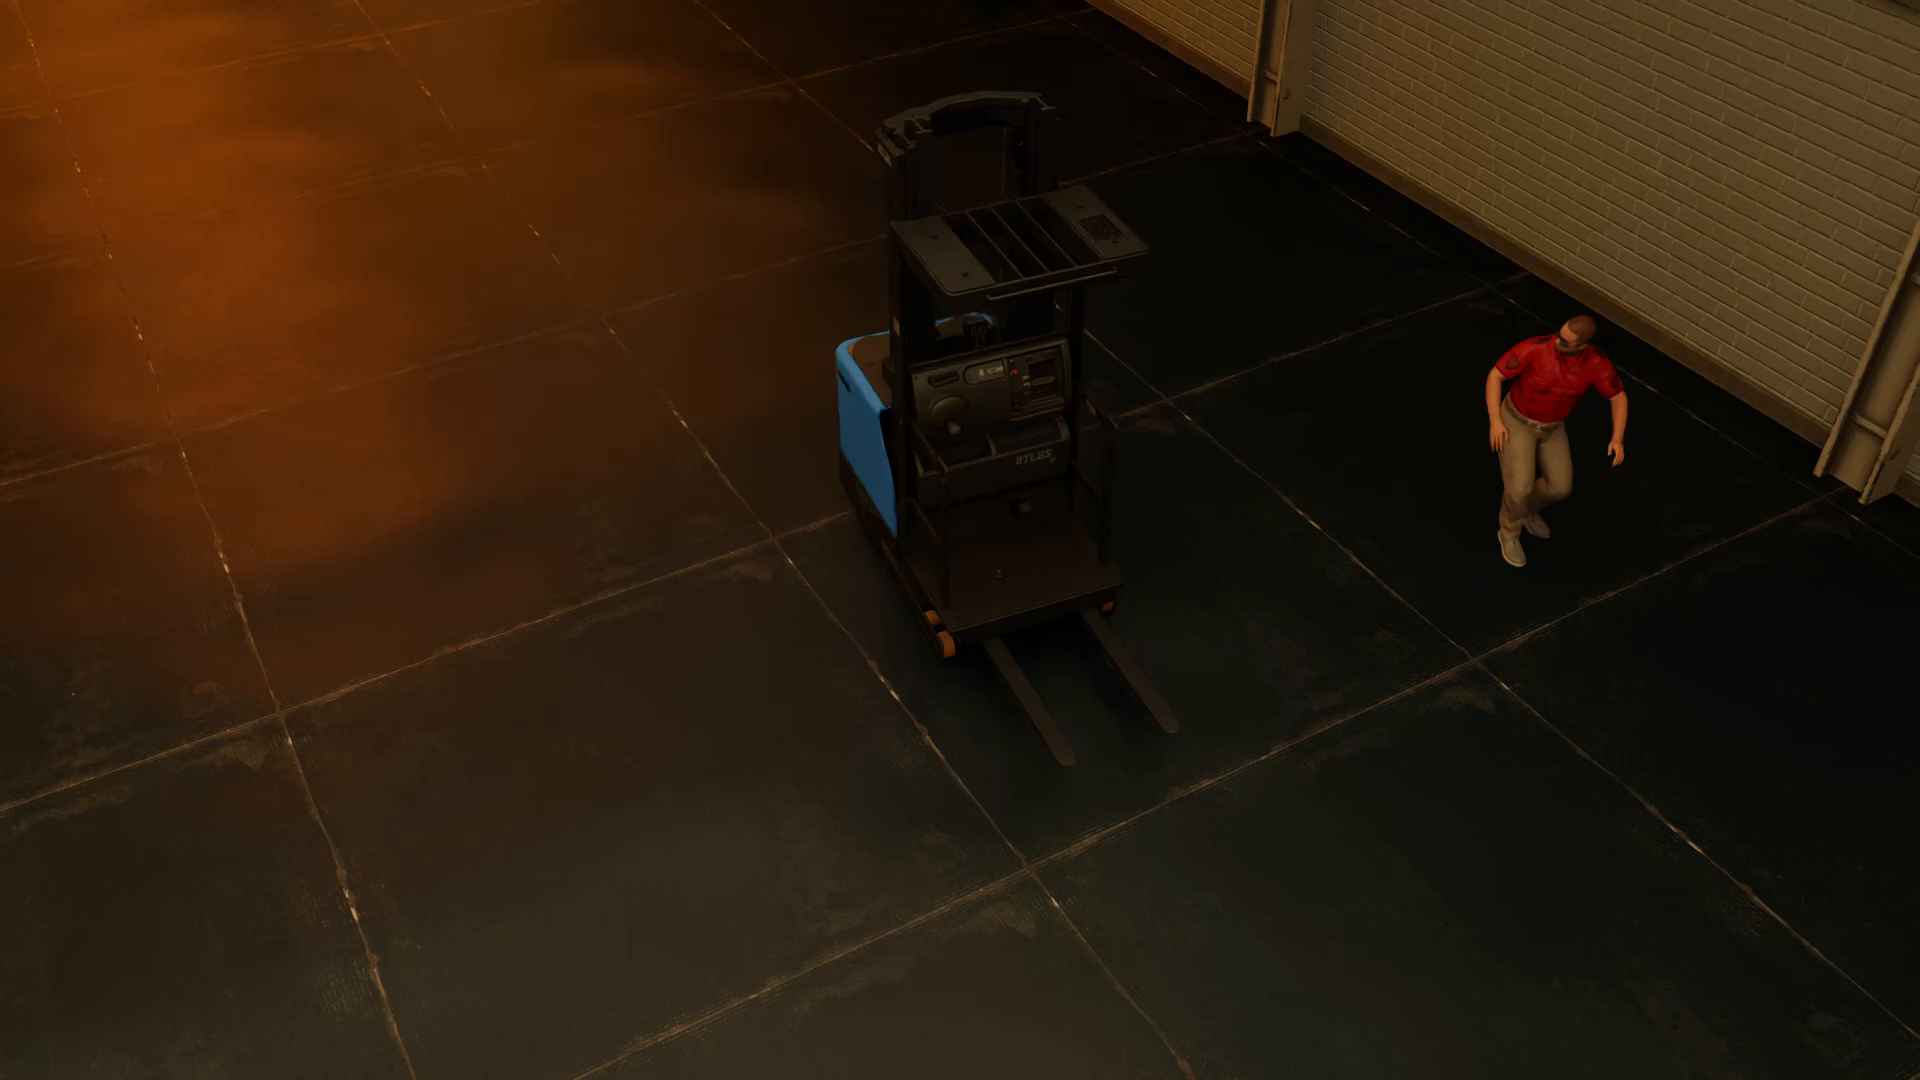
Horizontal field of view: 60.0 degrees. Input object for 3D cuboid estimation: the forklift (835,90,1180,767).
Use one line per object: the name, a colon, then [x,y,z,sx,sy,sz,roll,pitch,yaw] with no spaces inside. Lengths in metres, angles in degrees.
forklift: [0.265,-0.759,8.951,1.130,2.935,3.031,-15,42,-17]

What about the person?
person: [3.461,-0.574,9.759,0.800,1.660,0.723,-5,40,-6]
